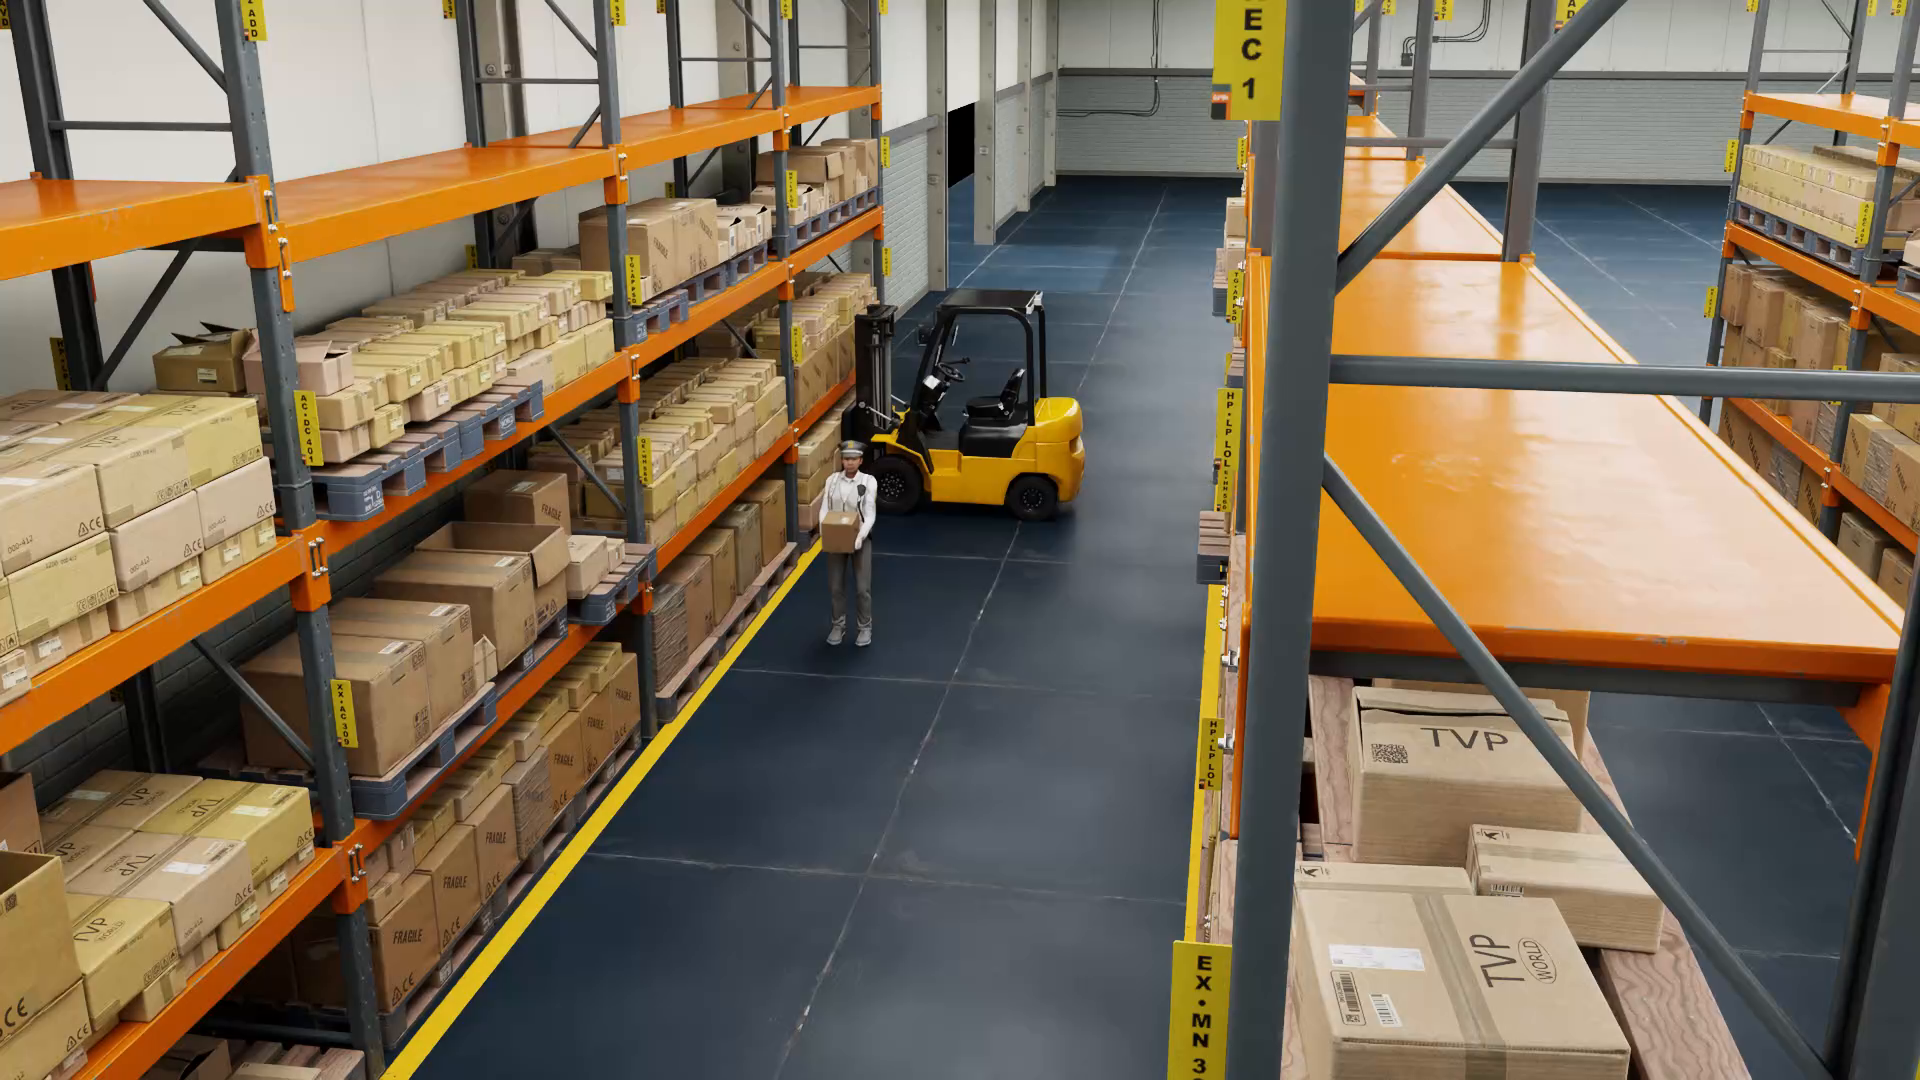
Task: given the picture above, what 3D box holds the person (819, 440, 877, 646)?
[{"bbox_3d":[-0.900,0.032,13.348,0.460,1.686,0.557,3,18,9],"label":"person"}]
